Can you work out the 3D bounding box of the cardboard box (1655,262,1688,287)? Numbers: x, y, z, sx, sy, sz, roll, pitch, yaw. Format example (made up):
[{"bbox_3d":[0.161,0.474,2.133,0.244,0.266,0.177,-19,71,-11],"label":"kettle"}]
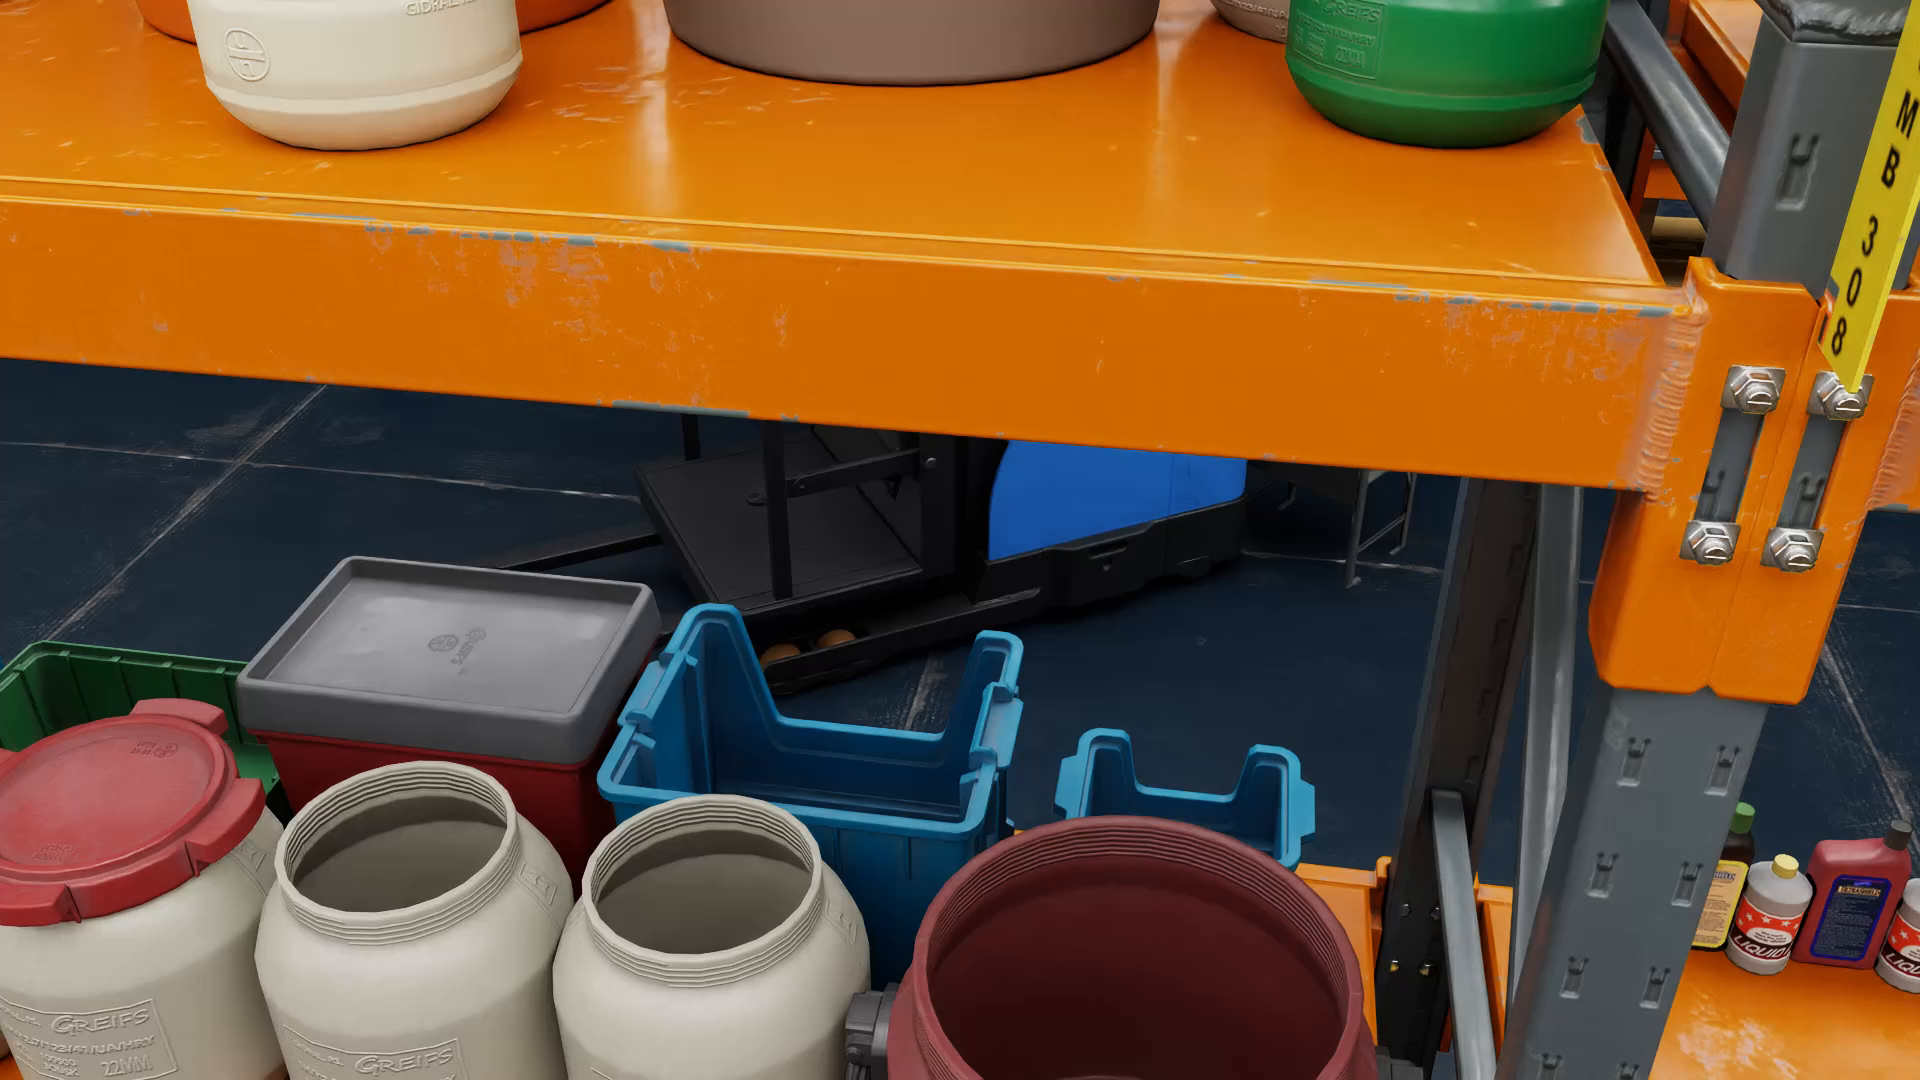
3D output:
[{"bbox_3d":[2.966,-0.762,6.581,0.500,0.500,0.500,5,32,8],"label":"cardboard box"}]

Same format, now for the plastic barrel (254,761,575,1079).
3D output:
[{"bbox_3d":[-0.747,0.609,2.345,0.421,0.512,0.421,0,32,0],"label":"plastic barrel"}]

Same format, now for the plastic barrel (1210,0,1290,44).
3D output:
[{"bbox_3d":[0.463,-0.833,1.821,0.421,0.512,0.421,0,32,0],"label":"plastic barrel"}]

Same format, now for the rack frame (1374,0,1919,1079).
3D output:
[{"bbox_3d":[0.718,0.674,2.346,0.127,3.000,1.000,5,32,8],"label":"rack frame"}]

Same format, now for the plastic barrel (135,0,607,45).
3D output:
[{"bbox_3d":[-0.700,-1.025,1.828,0.708,0.830,0.600,5,32,8],"label":"plastic barrel"}]

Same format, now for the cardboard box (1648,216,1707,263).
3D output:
[{"bbox_3d":[3.026,-1.036,7.019,0.500,0.500,0.500,4,32,6],"label":"cardboard box"}]

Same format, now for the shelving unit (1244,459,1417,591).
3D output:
[{"bbox_3d":[1.341,-0.877,5.672,0.503,2.100,0.431,26,41,35],"label":"shelving unit"}]

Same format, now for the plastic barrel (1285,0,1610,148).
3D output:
[{"bbox_3d":[0.466,-0.527,1.584,0.294,0.245,0.294,0,32,0],"label":"plastic barrel"}]

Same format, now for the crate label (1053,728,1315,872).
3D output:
[{"bbox_3d":[0.366,0.511,2.764,0.416,0.233,0.303,5,32,8],"label":"crate label"}]

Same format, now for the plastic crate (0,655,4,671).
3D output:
[{"bbox_3d":[-2.085,0.260,3.023,0.575,0.384,0.392,5,32,8],"label":"plastic crate"}]

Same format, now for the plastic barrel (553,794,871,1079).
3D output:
[{"bbox_3d":[-0.332,0.647,2.285,0.421,0.512,0.421,0,32,0],"label":"plastic barrel"}]

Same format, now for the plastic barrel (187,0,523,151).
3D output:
[{"bbox_3d":[-0.575,-0.530,1.573,0.301,0.262,0.301,0,32,0],"label":"plastic barrel"}]

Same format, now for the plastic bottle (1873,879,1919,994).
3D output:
[{"bbox_3d":[1.526,0.612,2.633,0.097,0.201,0.097,0,32,0],"label":"plastic bottle"}]

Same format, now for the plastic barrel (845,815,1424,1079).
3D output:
[{"bbox_3d":[0.209,0.733,2.123,0.708,0.536,0.600,5,32,8],"label":"plastic barrel"}]

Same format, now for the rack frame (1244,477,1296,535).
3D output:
[{"bbox_3d":[1.163,-0.965,5.813,0.015,2.100,0.400,26,41,35],"label":"rack frame"}]

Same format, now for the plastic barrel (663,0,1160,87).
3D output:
[{"bbox_3d":[-0.055,-0.997,1.716,0.600,0.901,0.600,0,32,0],"label":"plastic barrel"}]

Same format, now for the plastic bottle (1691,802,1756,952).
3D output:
[{"bbox_3d":[1.188,0.536,2.676,0.133,0.283,0.061,5,32,8],"label":"plastic bottle"}]

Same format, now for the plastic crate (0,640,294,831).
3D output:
[{"bbox_3d":[-1.461,0.415,2.960,0.662,0.188,0.450,5,32,8],"label":"plastic crate"}]

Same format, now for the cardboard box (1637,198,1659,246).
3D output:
[{"bbox_3d":[2.572,-1.398,6.890,0.500,0.250,0.500,6,33,10],"label":"cardboard box"}]

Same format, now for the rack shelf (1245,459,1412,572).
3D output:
[{"bbox_3d":[1.341,-0.272,6.050,0.480,0.518,0.431,26,41,35],"label":"rack shelf"}]

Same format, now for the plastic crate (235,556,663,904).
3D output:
[{"bbox_3d":[-0.824,0.343,2.815,0.583,0.464,0.402,5,32,8],"label":"plastic crate"}]

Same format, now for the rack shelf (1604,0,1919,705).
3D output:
[{"bbox_3d":[2.689,-0.114,1.456,4.000,0.370,1.077,5,32,8],"label":"rack shelf"}]

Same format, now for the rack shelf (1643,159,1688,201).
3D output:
[{"bbox_3d":[3.526,-1.433,6.390,4.000,0.370,1.077,5,32,8],"label":"rack shelf"}]

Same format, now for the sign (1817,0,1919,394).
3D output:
[{"bbox_3d":[0.632,-0.265,1.117,0.005,0.325,0.100,5,32,8],"label":"sign"}]

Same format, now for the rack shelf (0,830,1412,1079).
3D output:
[{"bbox_3d":[-1.254,0.800,2.822,4.000,0.370,1.077,5,32,8],"label":"rack shelf"}]

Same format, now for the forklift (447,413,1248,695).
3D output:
[{"bbox_3d":[-0.528,-1.055,5.172,3.031,2.935,1.130,-14,35,-21],"label":"forklift"}]

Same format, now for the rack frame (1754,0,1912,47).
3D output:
[{"bbox_3d":[0.718,-1.869,0.754,0.127,3.000,1.000,5,32,8],"label":"rack frame"}]

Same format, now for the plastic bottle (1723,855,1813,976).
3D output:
[{"bbox_3d":[1.299,0.591,2.666,0.097,0.201,0.097,0,32,0],"label":"plastic bottle"}]

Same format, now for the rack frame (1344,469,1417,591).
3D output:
[{"bbox_3d":[1.520,-0.789,5.531,0.015,2.100,0.400,26,41,35],"label":"rack frame"}]

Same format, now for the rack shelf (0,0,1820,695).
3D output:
[{"bbox_3d":[-1.254,-0.471,2.026,4.000,0.370,1.077,5,32,8],"label":"rack shelf"}]

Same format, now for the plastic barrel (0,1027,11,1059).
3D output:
[{"bbox_3d":[-1.596,0.525,2.456,0.433,0.535,0.433,0,32,0],"label":"plastic barrel"}]

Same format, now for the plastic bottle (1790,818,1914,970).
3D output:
[{"bbox_3d":[1.416,0.557,2.643,0.133,0.283,0.061,5,32,8],"label":"plastic bottle"}]

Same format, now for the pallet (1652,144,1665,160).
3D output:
[{"bbox_3d":[2.235,-1.811,6.497,1.003,0.211,1.213,5,32,8],"label":"pallet"}]

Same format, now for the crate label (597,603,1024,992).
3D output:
[{"bbox_3d":[-0.216,0.429,2.704,0.616,0.435,0.502,5,32,8],"label":"crate label"}]

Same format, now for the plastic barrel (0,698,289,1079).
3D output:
[{"bbox_3d":[-1.169,0.564,2.394,0.433,0.535,0.433,0,32,0],"label":"plastic barrel"}]

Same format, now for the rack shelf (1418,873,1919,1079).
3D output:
[{"bbox_3d":[2.689,1.157,2.252,4.000,0.370,1.077,5,32,8],"label":"rack shelf"}]
